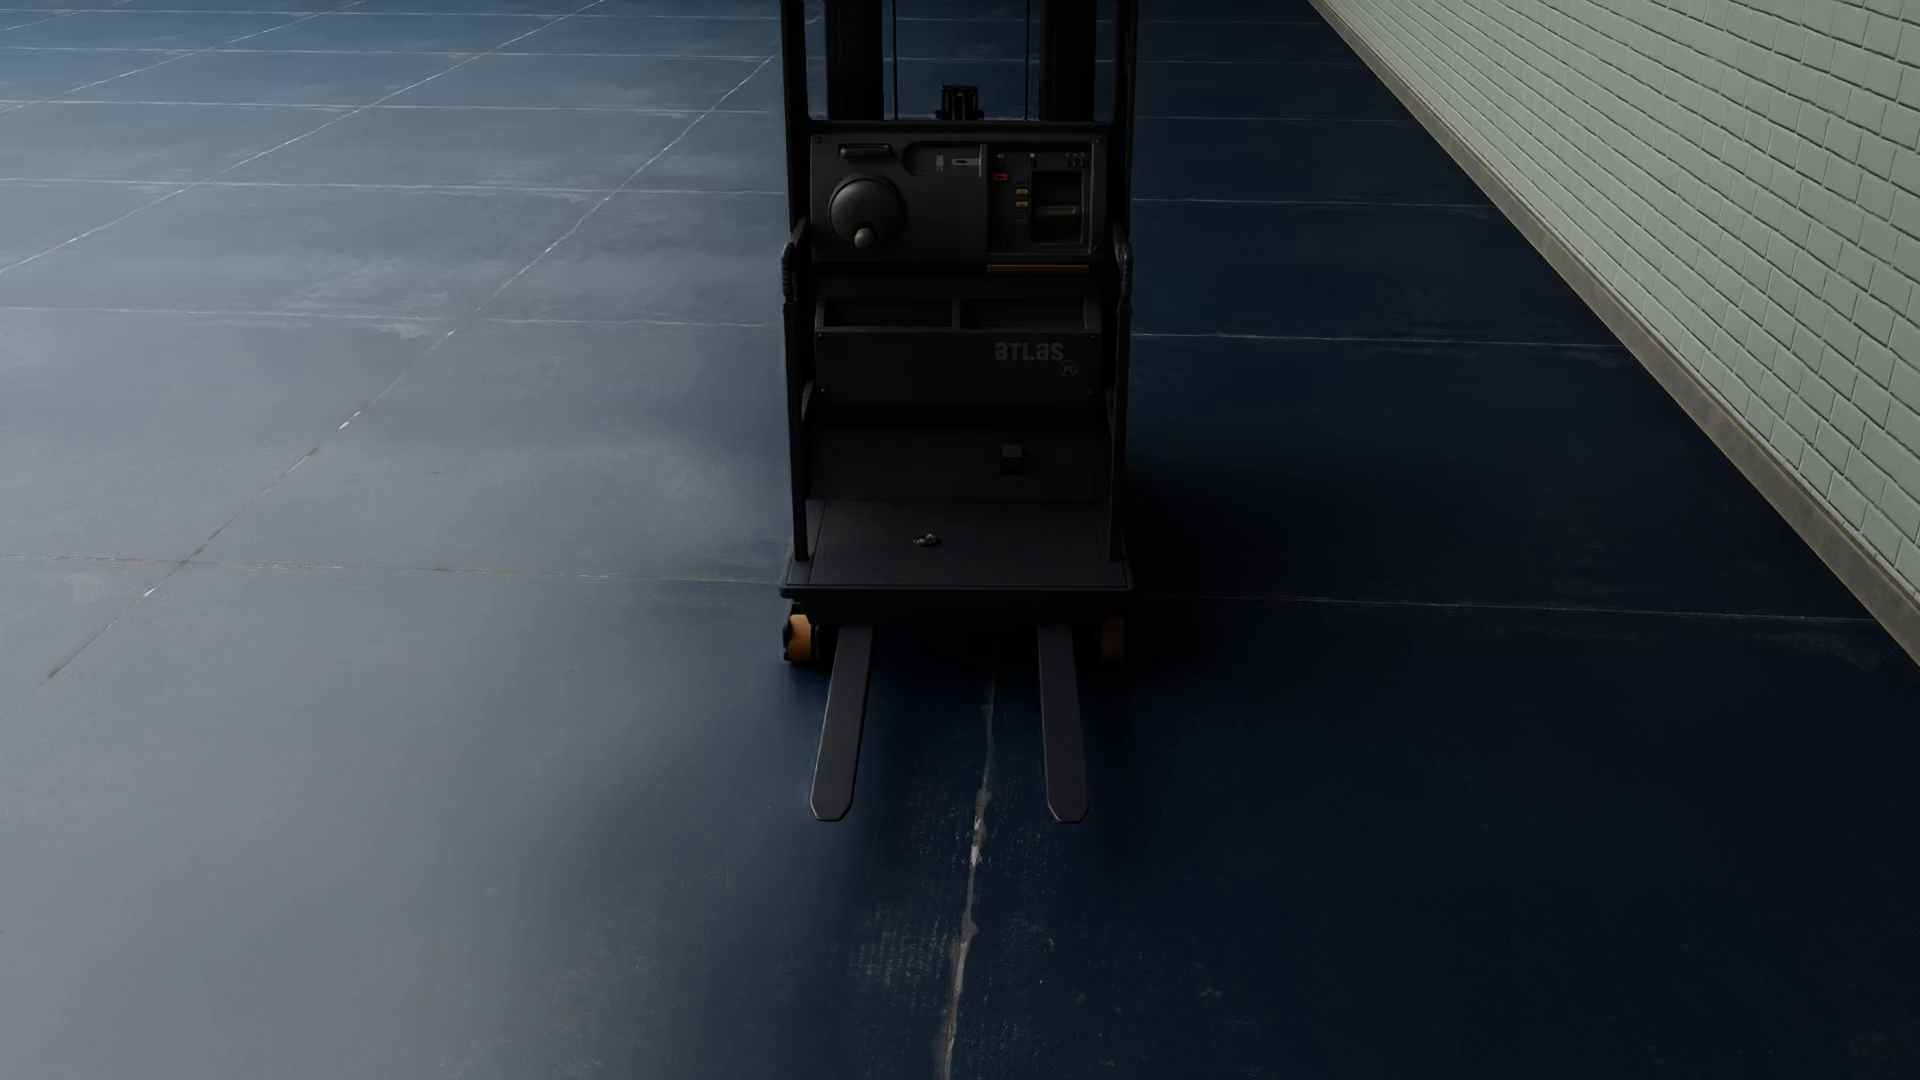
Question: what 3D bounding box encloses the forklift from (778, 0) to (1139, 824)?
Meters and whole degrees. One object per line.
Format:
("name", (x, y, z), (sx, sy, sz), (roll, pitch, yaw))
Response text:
("forklift", (-0.006, -1.056, 5.038), (1.130, 2.935, 3.031), (0, 25, 1))
